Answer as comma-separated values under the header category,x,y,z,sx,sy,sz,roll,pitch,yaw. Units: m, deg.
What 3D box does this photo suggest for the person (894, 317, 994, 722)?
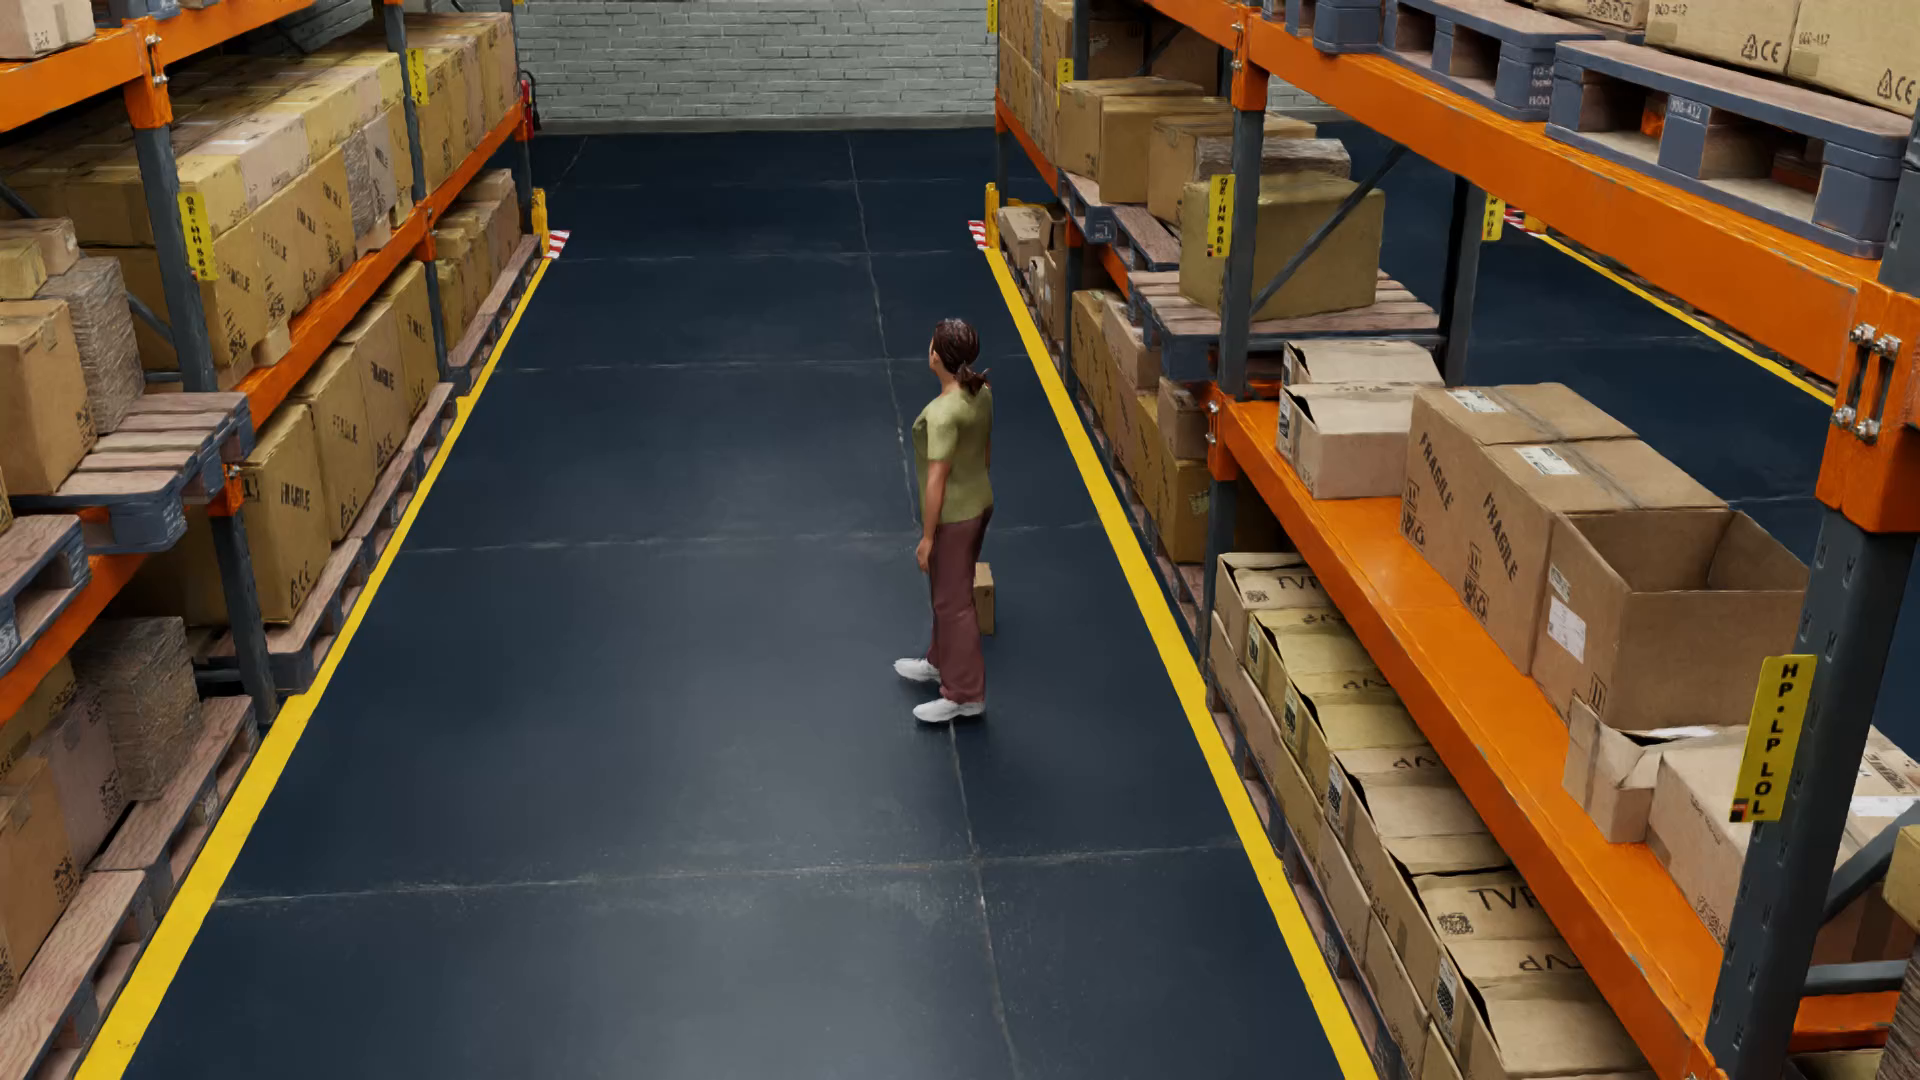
category,x,y,z,sx,sy,sz,roll,pitch,yaw
person,-0.097,0.023,6.806,0.492,1.426,0.532,10,26,21
